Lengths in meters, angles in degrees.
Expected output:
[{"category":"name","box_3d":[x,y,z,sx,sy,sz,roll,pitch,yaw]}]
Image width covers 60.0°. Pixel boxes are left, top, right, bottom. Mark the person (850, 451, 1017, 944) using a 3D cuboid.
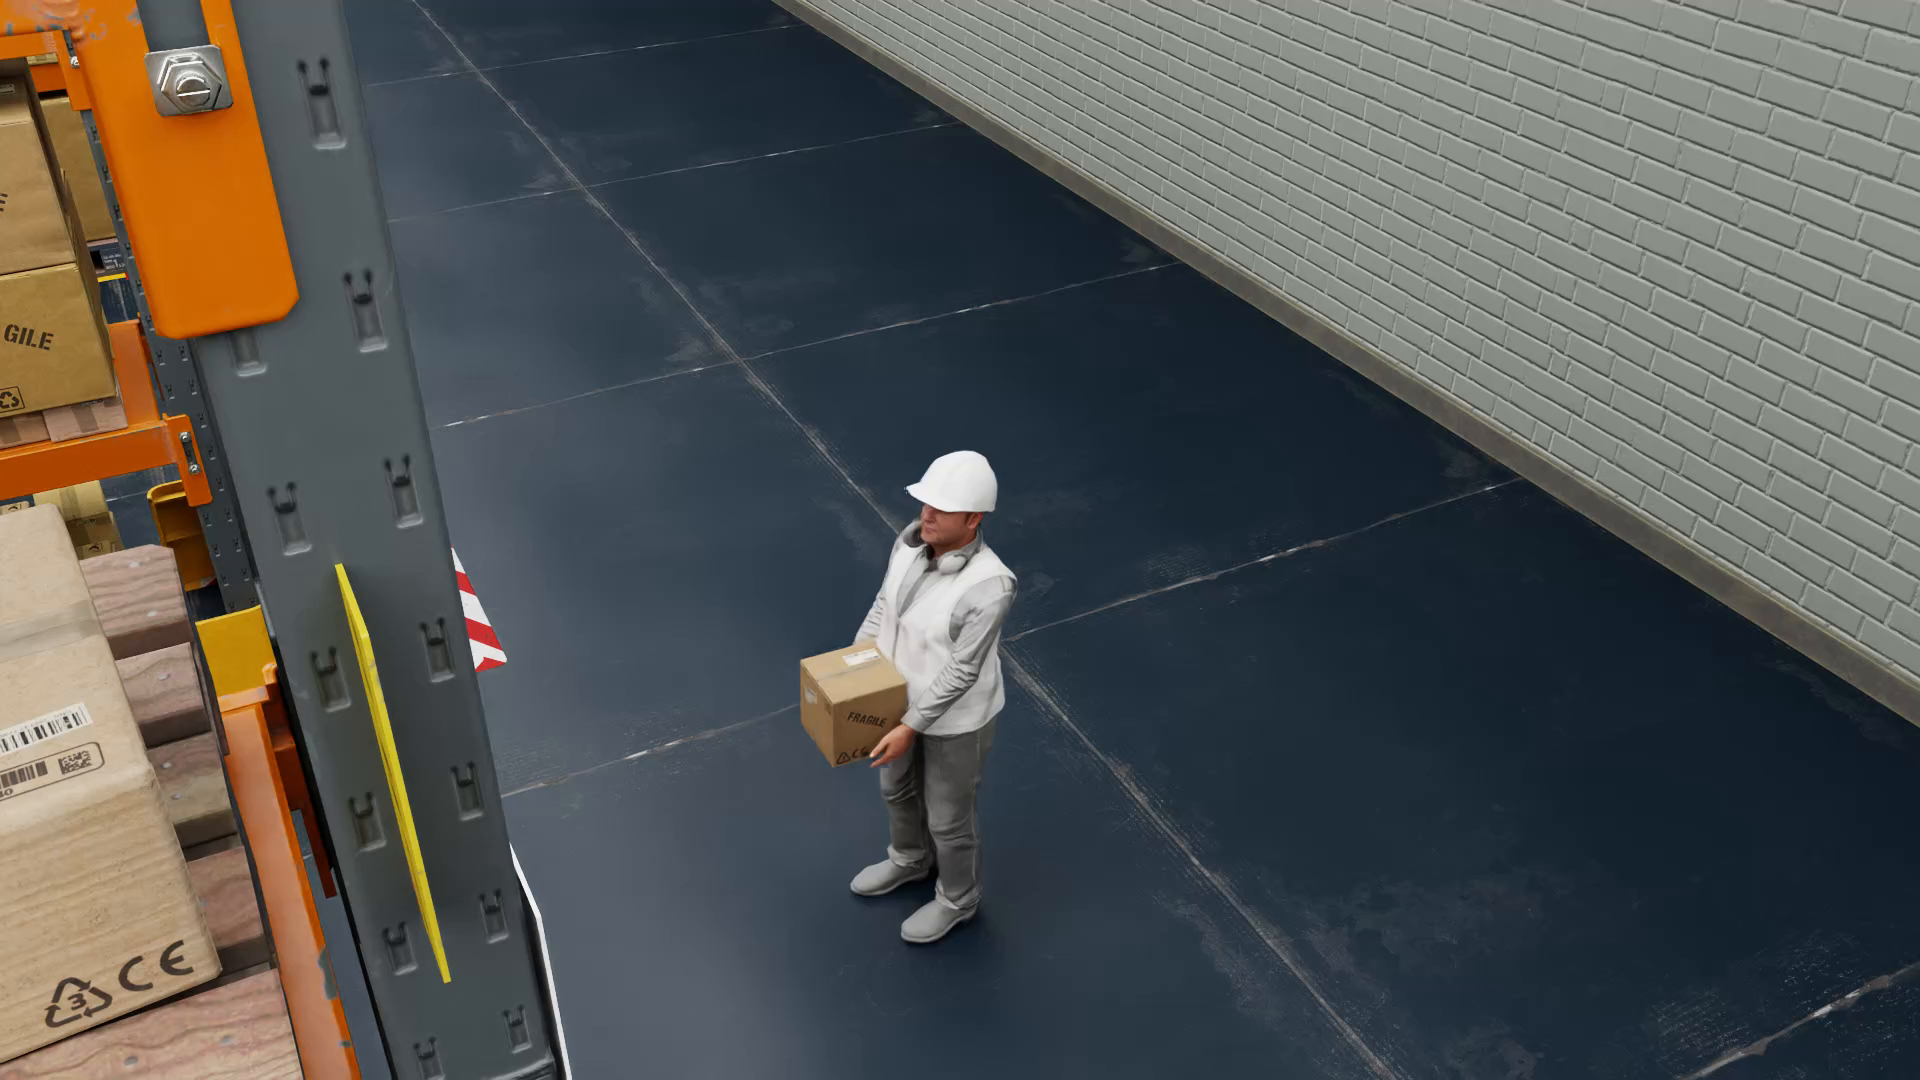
[{"category":"person","box_3d":[-0.136,0.538,5.278,0.545,1.775,0.519,-22,39,-30]}]
